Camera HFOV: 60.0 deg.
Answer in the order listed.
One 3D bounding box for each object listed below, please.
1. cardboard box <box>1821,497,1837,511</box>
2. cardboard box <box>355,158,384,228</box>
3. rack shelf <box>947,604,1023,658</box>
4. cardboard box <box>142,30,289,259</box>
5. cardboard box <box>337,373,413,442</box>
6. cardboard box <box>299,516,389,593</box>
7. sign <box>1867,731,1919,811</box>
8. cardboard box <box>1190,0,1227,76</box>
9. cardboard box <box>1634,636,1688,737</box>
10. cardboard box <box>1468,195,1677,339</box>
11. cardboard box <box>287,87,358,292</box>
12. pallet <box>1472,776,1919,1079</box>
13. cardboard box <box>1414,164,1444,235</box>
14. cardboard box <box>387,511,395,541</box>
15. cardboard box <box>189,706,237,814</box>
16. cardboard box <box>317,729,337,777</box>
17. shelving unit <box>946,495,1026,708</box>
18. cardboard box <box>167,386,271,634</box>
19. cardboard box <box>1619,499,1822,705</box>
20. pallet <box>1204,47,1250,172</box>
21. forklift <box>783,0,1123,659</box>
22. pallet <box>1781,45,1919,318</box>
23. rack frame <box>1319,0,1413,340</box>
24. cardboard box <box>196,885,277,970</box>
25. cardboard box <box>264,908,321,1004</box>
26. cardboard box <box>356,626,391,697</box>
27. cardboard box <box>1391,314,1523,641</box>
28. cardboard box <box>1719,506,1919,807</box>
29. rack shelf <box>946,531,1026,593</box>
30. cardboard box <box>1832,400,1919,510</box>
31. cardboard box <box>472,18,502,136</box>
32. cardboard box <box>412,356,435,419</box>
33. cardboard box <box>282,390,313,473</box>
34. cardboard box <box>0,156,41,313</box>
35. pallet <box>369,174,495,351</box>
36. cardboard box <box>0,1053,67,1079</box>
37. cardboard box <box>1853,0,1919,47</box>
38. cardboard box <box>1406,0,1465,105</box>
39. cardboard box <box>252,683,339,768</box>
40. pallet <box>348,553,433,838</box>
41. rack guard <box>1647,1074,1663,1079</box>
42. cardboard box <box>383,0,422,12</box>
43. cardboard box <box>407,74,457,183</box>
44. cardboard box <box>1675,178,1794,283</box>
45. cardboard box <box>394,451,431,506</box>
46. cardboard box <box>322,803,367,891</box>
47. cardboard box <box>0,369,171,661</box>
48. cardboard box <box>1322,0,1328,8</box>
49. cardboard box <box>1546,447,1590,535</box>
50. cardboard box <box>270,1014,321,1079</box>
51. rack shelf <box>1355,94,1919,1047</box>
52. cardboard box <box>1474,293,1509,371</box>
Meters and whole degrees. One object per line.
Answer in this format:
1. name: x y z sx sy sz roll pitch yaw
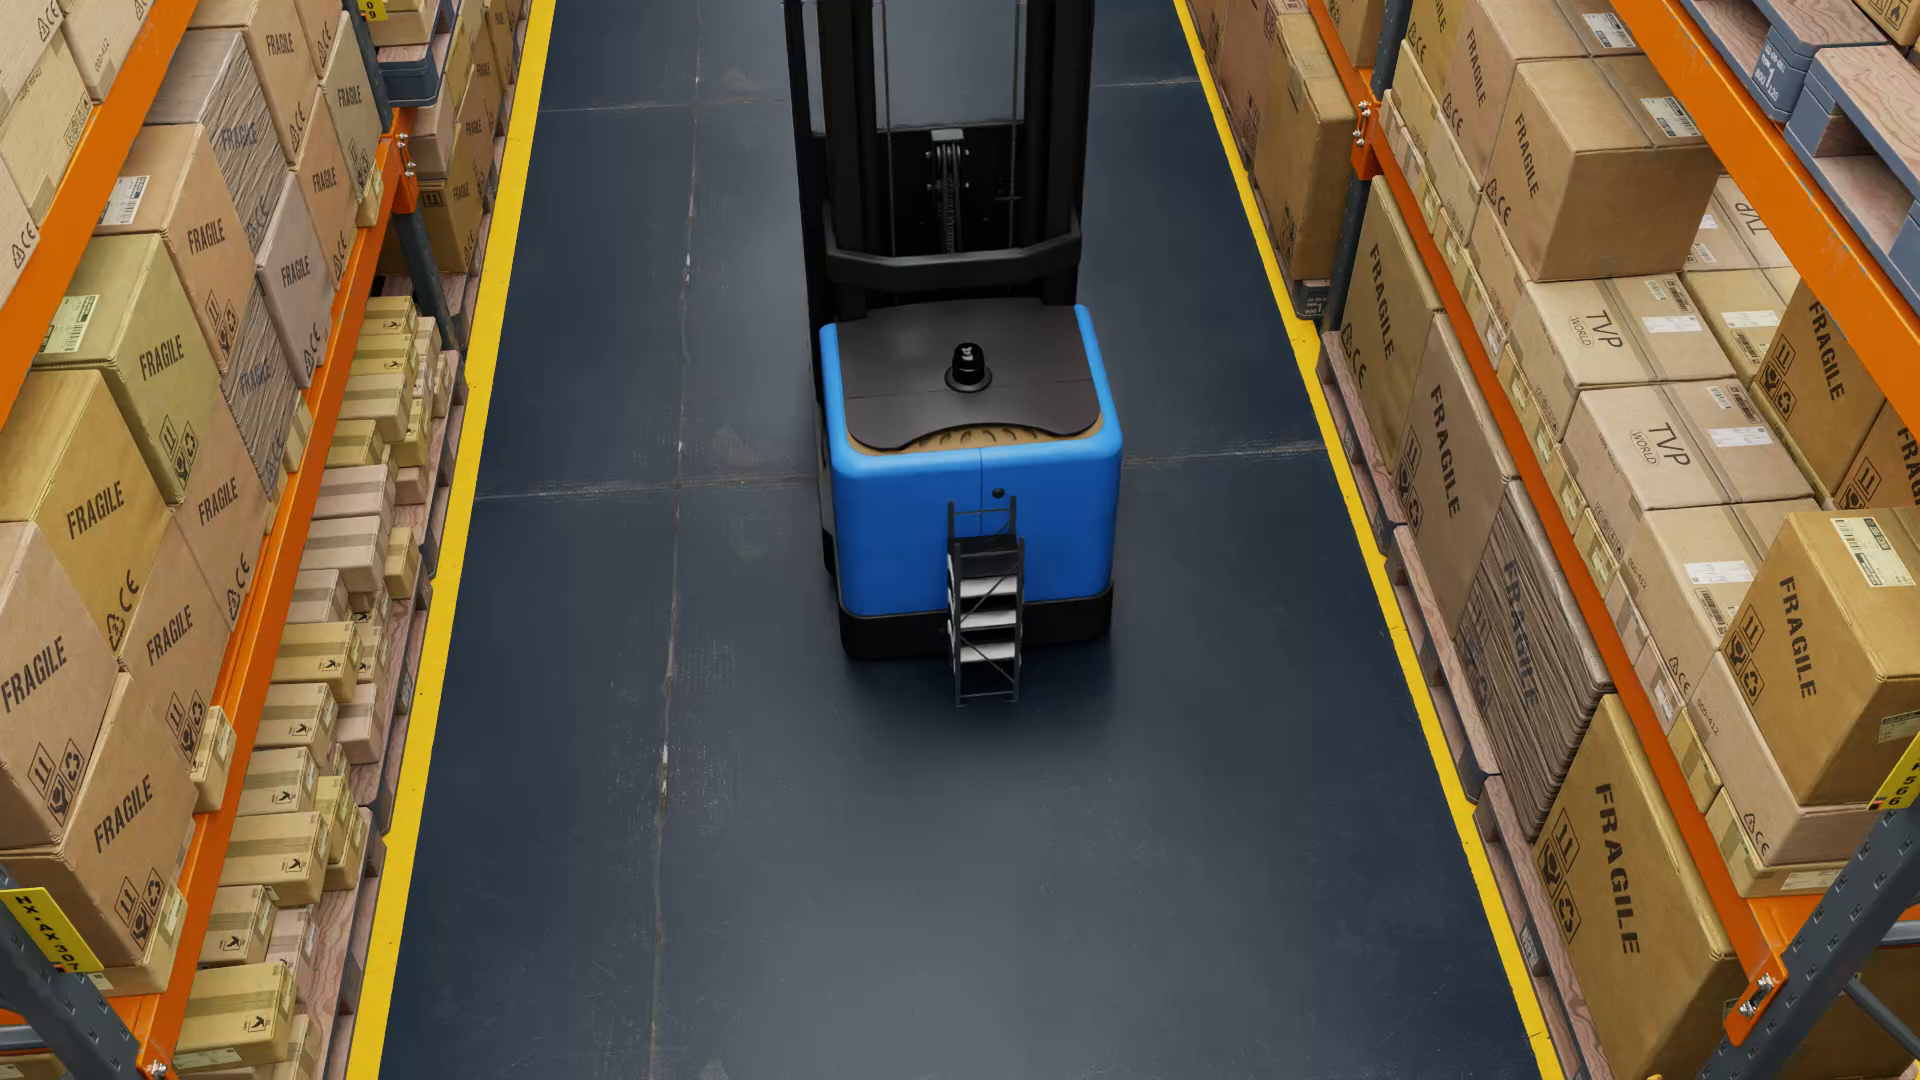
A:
1. cardboard box: 2.700 0.126 4.599 0.500 0.250 0.500 -4 47 -4
2. cardboard box: -2.378 -1.291 6.216 0.380 0.149 0.250 -5 47 -4
3. rack shelf: 0.089 0.324 6.130 0.258 0.077 0.200 -5 47 -5
4. cardboard box: -2.379 -1.161 4.958 0.500 0.500 0.500 -2 47 -2
5. cardboard box: -2.387 -0.514 6.572 0.380 0.149 0.250 -4 47 -4
6. cardboard box: -2.293 0.063 6.026 0.380 0.149 0.250 -5 47 -5
7. sign: 1.979 0.460 3.425 0.100 0.325 0.005 -3 47 -3
8. cardboard box: 1.955 -3.140 8.968 1.225 0.875 0.875 -3 47 -3
9. cardboard box: 2.119 0.395 4.620 0.380 0.149 0.250 -3 47 -3
10. cardboard box: 2.050 -0.938 5.607 0.500 0.250 0.500 -2 47 -2
11. cardboard box: -2.401 -1.177 5.662 0.500 0.500 0.500 -5 47 -4
12. pallet: 2.376 1.301 5.509 1.003 0.211 1.213 -3 47 -3
13. cardboard box: 1.924 -1.276 6.202 0.380 0.149 0.250 -2 47 -2
14. cardboard box: -2.383 -0.049 6.336 0.380 0.149 0.250 -2 47 -2
15. cardboard box: -2.162 0.597 4.428 0.380 0.149 0.250 -5 47 -4
16. cardboard box: -2.324 0.732 5.597 0.380 0.149 0.250 -6 47 -5
17. shelving unit: 0.089 0.239 6.040 0.258 0.900 0.210 -5 47 -5
18. cardboard box: -2.291 -0.074 4.617 0.500 0.500 0.500 -3 47 -3
19. cardboard box: 2.174 0.164 4.564 0.500 0.250 0.500 -4 47 -4
20. pallet: 1.941 -2.457 9.068 1.003 0.211 1.213 -3 47 -3
21. forklift: -0.101 -1.630 6.411 1.130 2.935 3.031 -5 47 -5
22. pallet: 2.448 -0.621 3.404 1.003 0.211 1.213 -3 47 -3
23. rack frame: 2.186 -1.978 6.694 1.000 3.000 0.127 -3 47 -3
24. cardboard box: -2.278 1.184 4.964 0.380 0.149 0.250 -3 47 -3
25. cardboard box: -2.185 1.282 5.076 0.380 0.149 0.250 -4 47 -3
26. cardboard box: -2.298 0.464 6.056 0.380 0.149 0.250 -3 47 -3
27. cardboard box: 2.237 -0.258 6.239 0.875 0.875 0.875 -3 47 -3
28. cardboard box: 2.218 0.271 3.946 0.500 0.500 0.500 -3 47 -3
29. rack shelf: 0.089 0.076 5.868 0.258 0.077 0.200 -5 47 -5
30. cardboard box: 2.708 -0.118 4.314 0.500 0.500 0.500 -5 47 -4
31. cardboard box: -2.666 -2.346 8.475 0.500 0.500 0.500 -3 47 -3
32. cardboard box: -2.387 -0.612 6.870 0.380 0.149 0.250 -6 47 -5
33. cardboard box: -2.305 -0.344 5.319 0.380 0.149 0.250 -3 47 -3
34. cardboard box: -2.253 -0.557 3.385 0.500 0.250 0.500 -2 47 -2
35. pallet: -2.832 -1.354 8.023 1.003 0.211 1.213 -3 47 -3
36. cardboard box: -2.727 1.408 4.751 0.380 0.149 0.250 -3 47 -3
37. cardboard box: 2.405 -1.487 3.736 0.700 0.500 0.500 -6 47 -6
38. cardboard box: 1.971 -1.924 6.025 0.500 0.500 0.500 -3 47 -3
39. cardboard box: -2.289 0.618 5.499 0.380 0.149 0.250 -2 47 -2
40. pallet: -2.568 0.578 6.194 1.003 0.211 1.213 -3 47 -3
41. rack guard: 2.523 1.793 4.844 1.175 0.500 0.348 -3 47 -3
42. cardboard box: -2.340 -2.223 6.604 0.380 0.149 0.250 -3 47 -3
43. cardboard box: -2.564 -1.843 7.482 0.500 0.250 0.500 -5 47 -5
44. cardboard box: 2.573 -0.981 5.648 0.500 0.250 0.500 -3 47 -2
45. cardboard box: -2.368 -0.270 6.751 0.380 0.149 0.250 -5 47 -5
46. cardboard box: -2.198 1.027 5.522 0.380 0.149 0.250 -3 47 -3
47. cardboard box: -2.252 -0.041 3.897 0.500 0.500 0.500 -2 47 -2
48. cardboard box: 1.840 -2.692 7.301 0.500 0.500 0.500 -2 47 -2
49. cardboard box: 2.054 -0.161 5.146 0.380 0.149 0.250 -3 47 -3
50. cardboard box: -2.155 1.582 4.996 0.380 0.149 0.250 -3 47 -2
51. rack shelf: 2.353 -0.283 5.584 1.077 0.370 4.000 -3 47 -3
52. cardboard box: 1.988 -0.719 5.675 0.380 0.149 0.250 -3 47 -3
